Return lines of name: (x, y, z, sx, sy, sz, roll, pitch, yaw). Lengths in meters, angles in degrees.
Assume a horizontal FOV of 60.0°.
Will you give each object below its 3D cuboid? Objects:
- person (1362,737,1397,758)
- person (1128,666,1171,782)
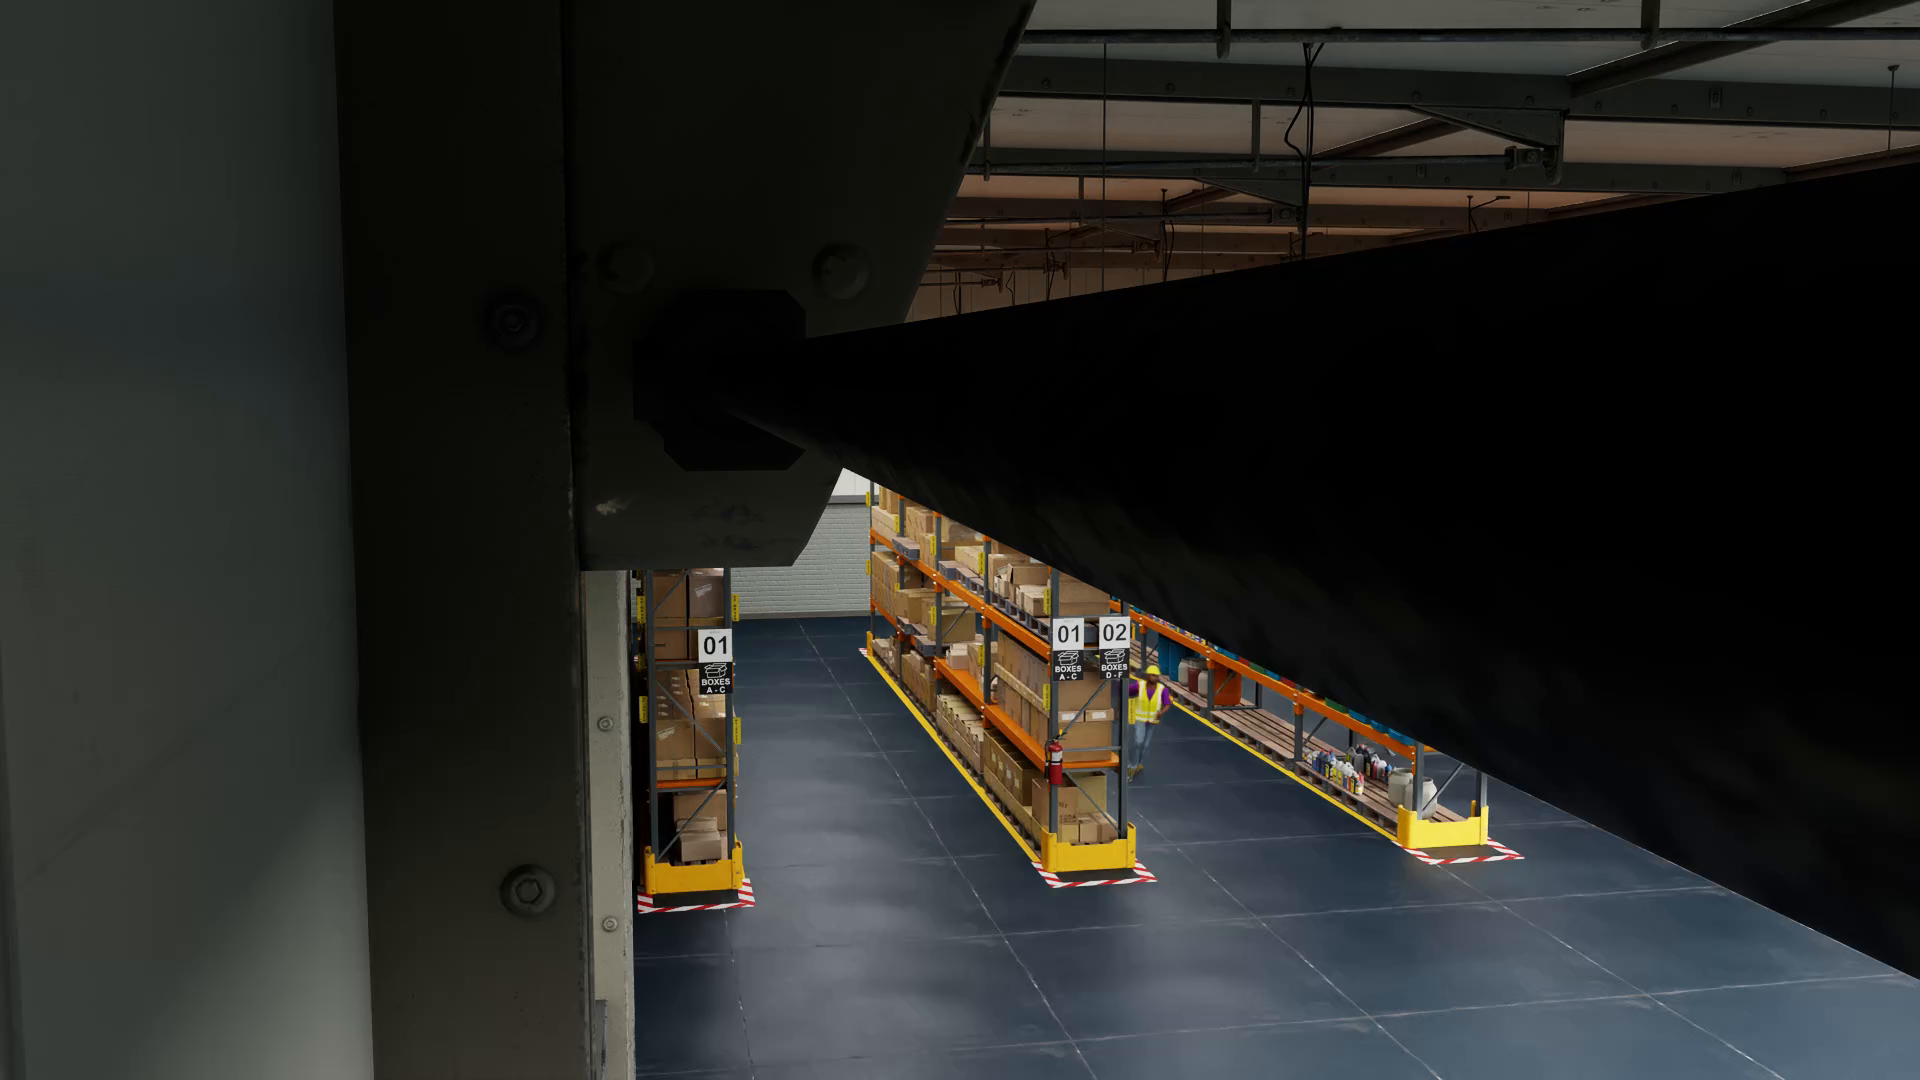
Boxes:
person: (6.903, 2.773, 27.068, 0.603, 1.532, 0.800, -1, 6, -9)
person: (2.857, 2.780, 25.572, 0.743, 1.736, 0.833, 0, 6, -3)
